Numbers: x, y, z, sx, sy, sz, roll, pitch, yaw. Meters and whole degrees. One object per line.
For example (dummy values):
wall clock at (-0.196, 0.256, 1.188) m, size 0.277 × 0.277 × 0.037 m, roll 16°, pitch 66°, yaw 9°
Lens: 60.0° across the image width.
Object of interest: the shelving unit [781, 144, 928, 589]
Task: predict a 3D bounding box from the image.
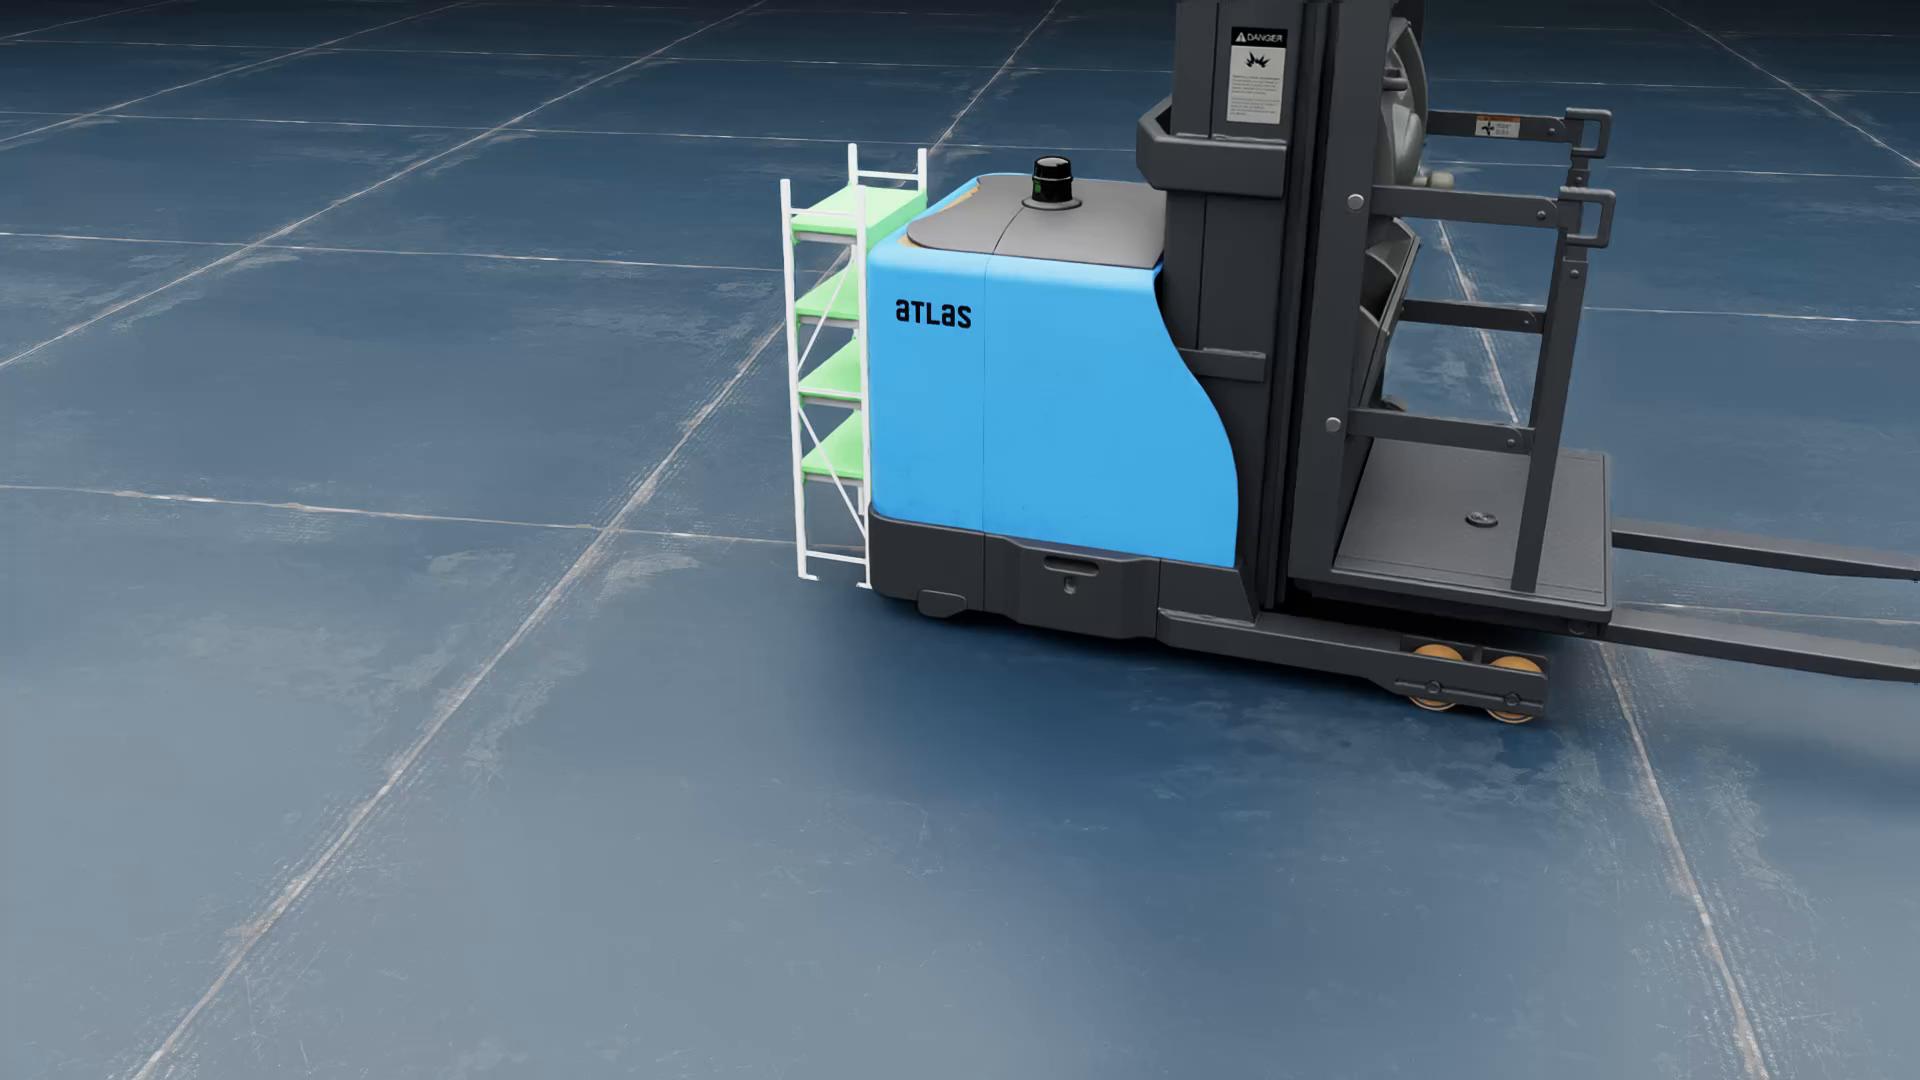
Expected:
shelving unit at (-0.292, -0.515, 4.935) m, size 0.258 × 1.200 × 0.503 m, roll 8°, pitch 26°, yaw 17°

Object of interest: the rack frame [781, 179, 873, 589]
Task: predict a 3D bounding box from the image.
rack frame at (-0.369, -0.417, 4.725) m, size 0.240 × 1.200 × 0.015 m, roll 8°, pitch 26°, yaw 17°

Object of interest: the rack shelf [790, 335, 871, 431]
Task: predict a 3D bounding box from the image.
rack shelf at (-0.292, -0.457, 4.962) m, size 0.258 × 0.148 × 0.480 m, roll 8°, pitch 26°, yaw 17°

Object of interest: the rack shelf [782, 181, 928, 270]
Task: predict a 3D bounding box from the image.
rack shelf at (-0.292, -0.892, 4.758) m, size 0.258 × 0.148 × 0.480 m, roll 8°, pitch 26°, yaw 17°

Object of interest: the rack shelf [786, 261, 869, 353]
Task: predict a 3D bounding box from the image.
rack shelf at (-0.292, -0.674, 4.860) m, size 0.258 × 0.148 × 0.480 m, roll 8°, pitch 26°, yaw 17°

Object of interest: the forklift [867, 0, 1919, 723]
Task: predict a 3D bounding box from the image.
forklift at (1.312, -1.113, 4.171) m, size 3.031 × 2.935 × 1.130 m, roll 8°, pitch 26°, yaw 17°

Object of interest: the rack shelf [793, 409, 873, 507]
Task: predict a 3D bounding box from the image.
rack shelf at (-0.292, -0.240, 5.063) m, size 0.258 × 0.148 × 0.480 m, roll 8°, pitch 26°, yaw 17°

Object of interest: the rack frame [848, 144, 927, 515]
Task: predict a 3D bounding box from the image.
rack frame at (-0.214, -0.613, 5.144) m, size 0.240 × 1.200 × 0.015 m, roll 8°, pitch 26°, yaw 17°
